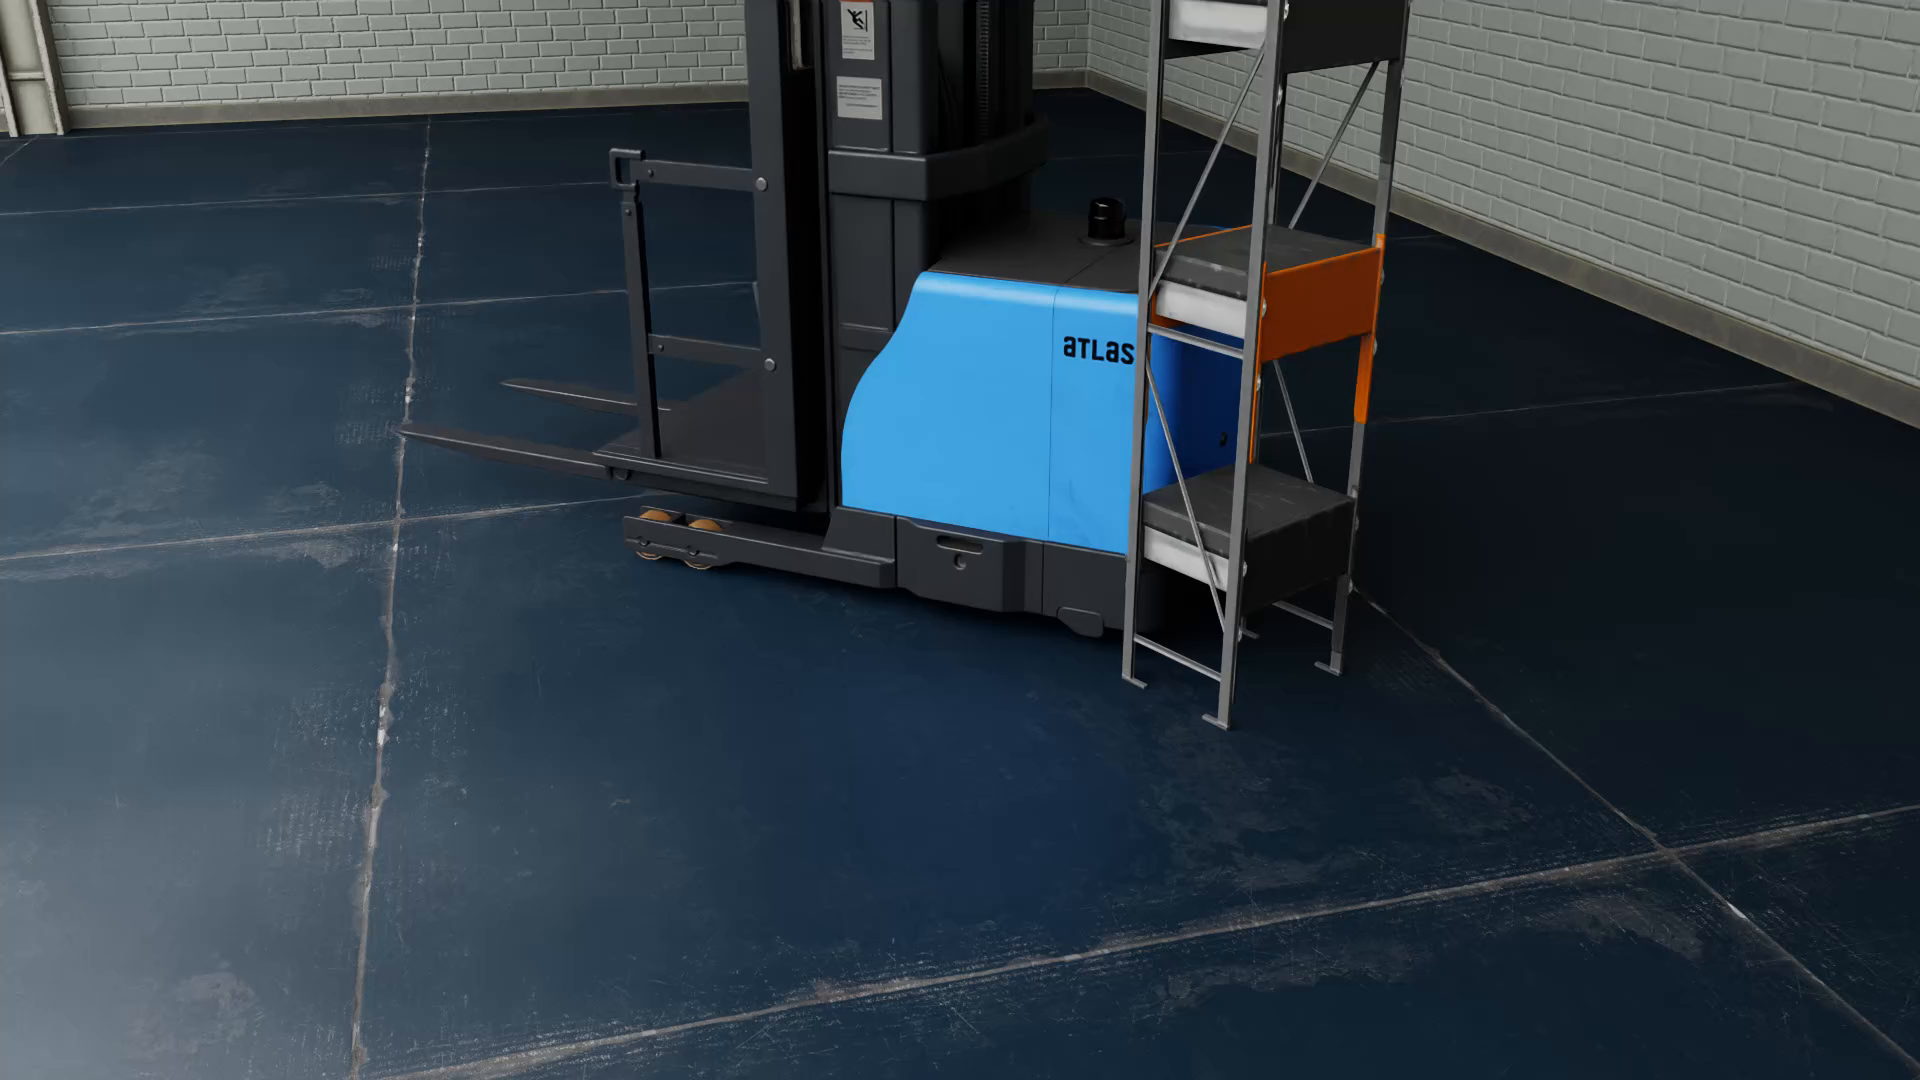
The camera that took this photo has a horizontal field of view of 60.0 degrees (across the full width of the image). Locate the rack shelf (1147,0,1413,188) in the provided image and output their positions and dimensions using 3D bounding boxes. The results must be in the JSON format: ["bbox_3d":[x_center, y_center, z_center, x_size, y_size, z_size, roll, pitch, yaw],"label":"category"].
[{"bbox_3d":[0.790,-1.199,4.140,0.480,0.518,0.431,-18,29,-36],"label":"rack shelf"}]

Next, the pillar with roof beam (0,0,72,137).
[{"bbox_3d":[-6.243,-5.788,7.827,0.400,9.000,9.100,-6,24,-14],"label":"pillar with roof beam"}]

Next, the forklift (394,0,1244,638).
[{"bbox_3d":[-0.573,-1.425,5.354,3.031,2.935,1.130,10,25,22],"label":"forklift"}]

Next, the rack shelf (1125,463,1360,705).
[{"bbox_3d":[0.790,0.088,4.692,0.480,0.518,0.431,-18,29,-36],"label":"rack shelf"}]

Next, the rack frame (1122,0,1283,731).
[{"bbox_3d":[0.604,-0.506,4.266,0.015,2.100,0.400,-18,29,-36],"label":"rack frame"}]

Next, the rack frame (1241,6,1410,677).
[{"bbox_3d":[0.976,-0.630,4.556,0.015,2.100,0.400,-18,29,-36],"label":"rack frame"}]

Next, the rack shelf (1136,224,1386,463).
[{"bbox_3d":[0.790,-0.556,4.416,0.480,0.518,0.431,-18,29,-36],"label":"rack shelf"}]

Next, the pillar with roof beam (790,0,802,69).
[{"bbox_3d":[-0.466,-6.427,9.316,0.400,9.000,9.100,-6,24,-14],"label":"pillar with roof beam"}]

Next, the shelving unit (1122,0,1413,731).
[{"bbox_3d":[0.790,-0.568,4.411,0.503,2.100,0.431,-18,29,-36],"label":"shelving unit"}]
